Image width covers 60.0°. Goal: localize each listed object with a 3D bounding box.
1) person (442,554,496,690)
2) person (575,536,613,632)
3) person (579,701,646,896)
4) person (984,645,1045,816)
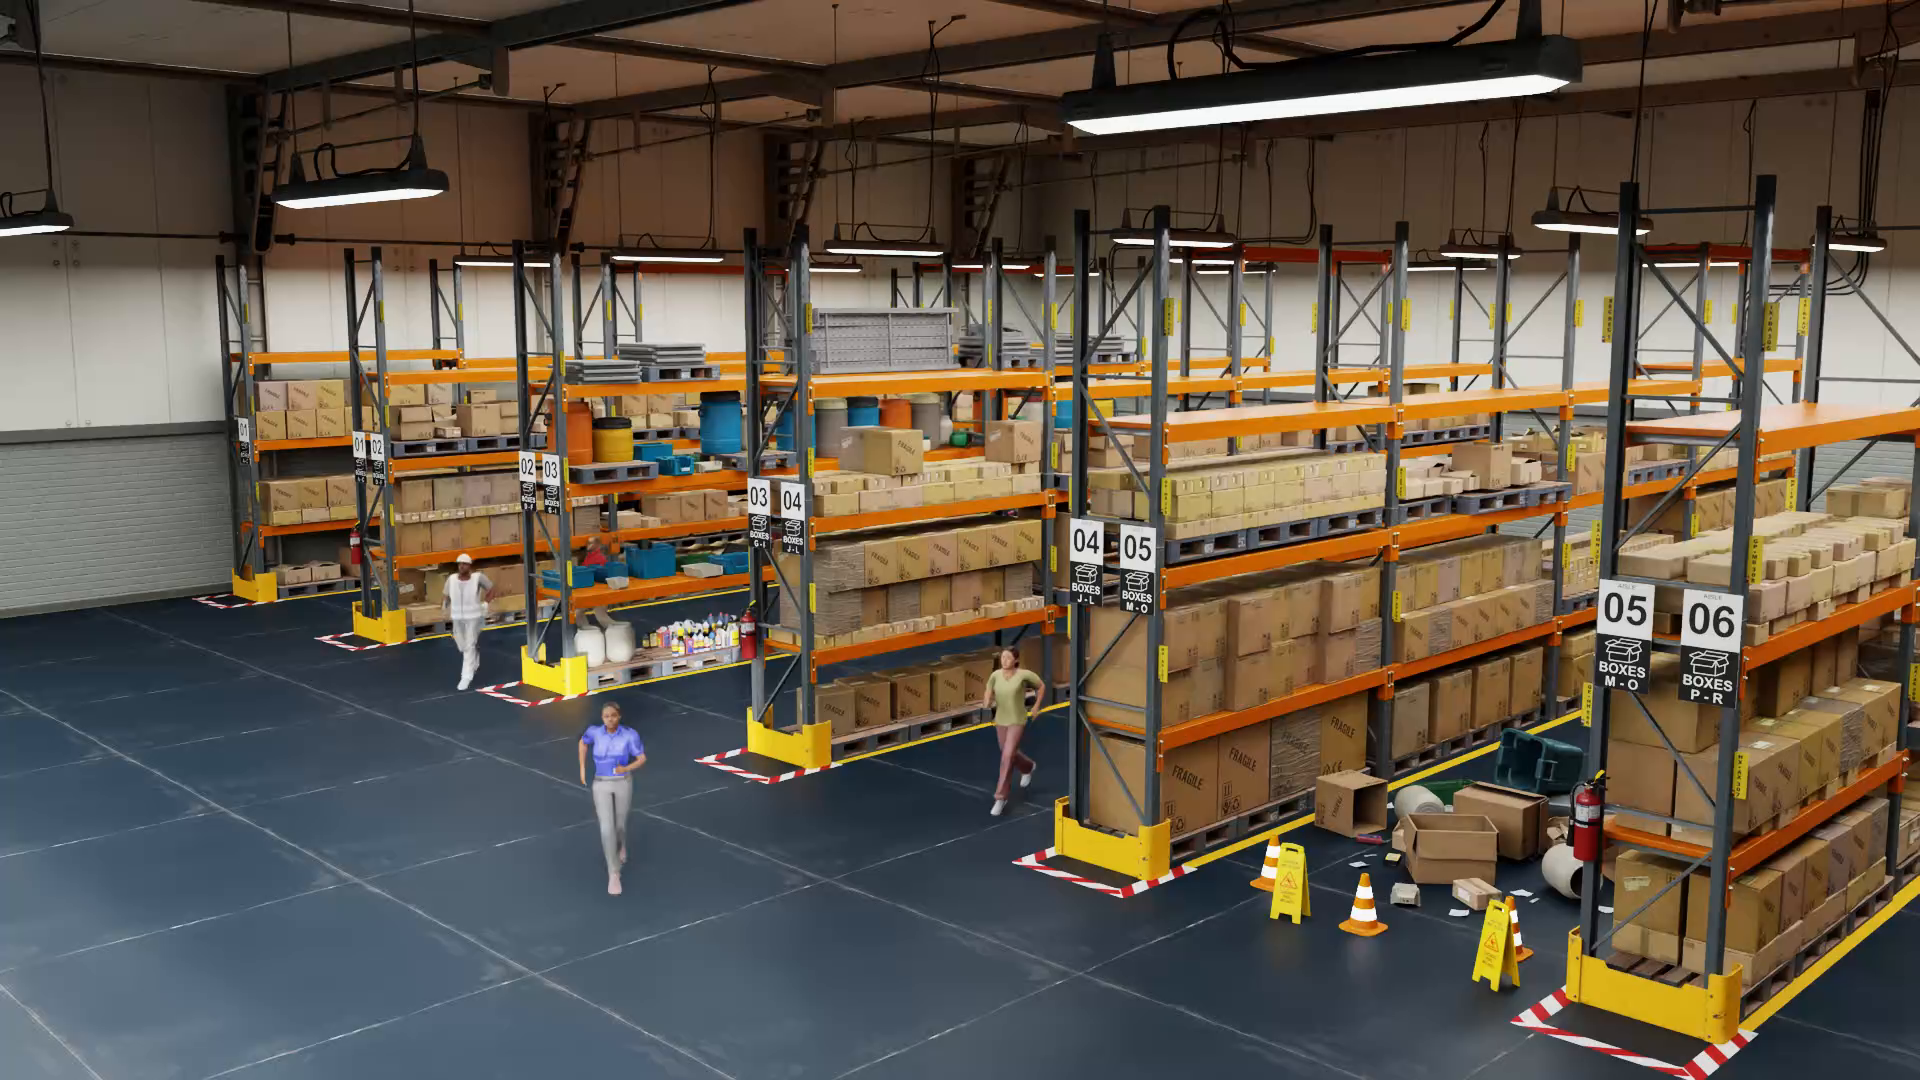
[{"bbox_3d":[-6.730,1.074,22.715,0.683,1.788,0.968,0,8,3],"label":"person"},{"bbox_3d":[-5.466,0.814,24.822,0.760,1.777,0.633,-8,11,-43],"label":"person"},{"bbox_3d":[-3.115,2.259,14.957,0.600,1.679,0.915,-1,8,-9],"label":"person"},{"bbox_3d":[0.536,1.914,17.225,0.606,1.690,0.974,4,9,27],"label":"person"}]
